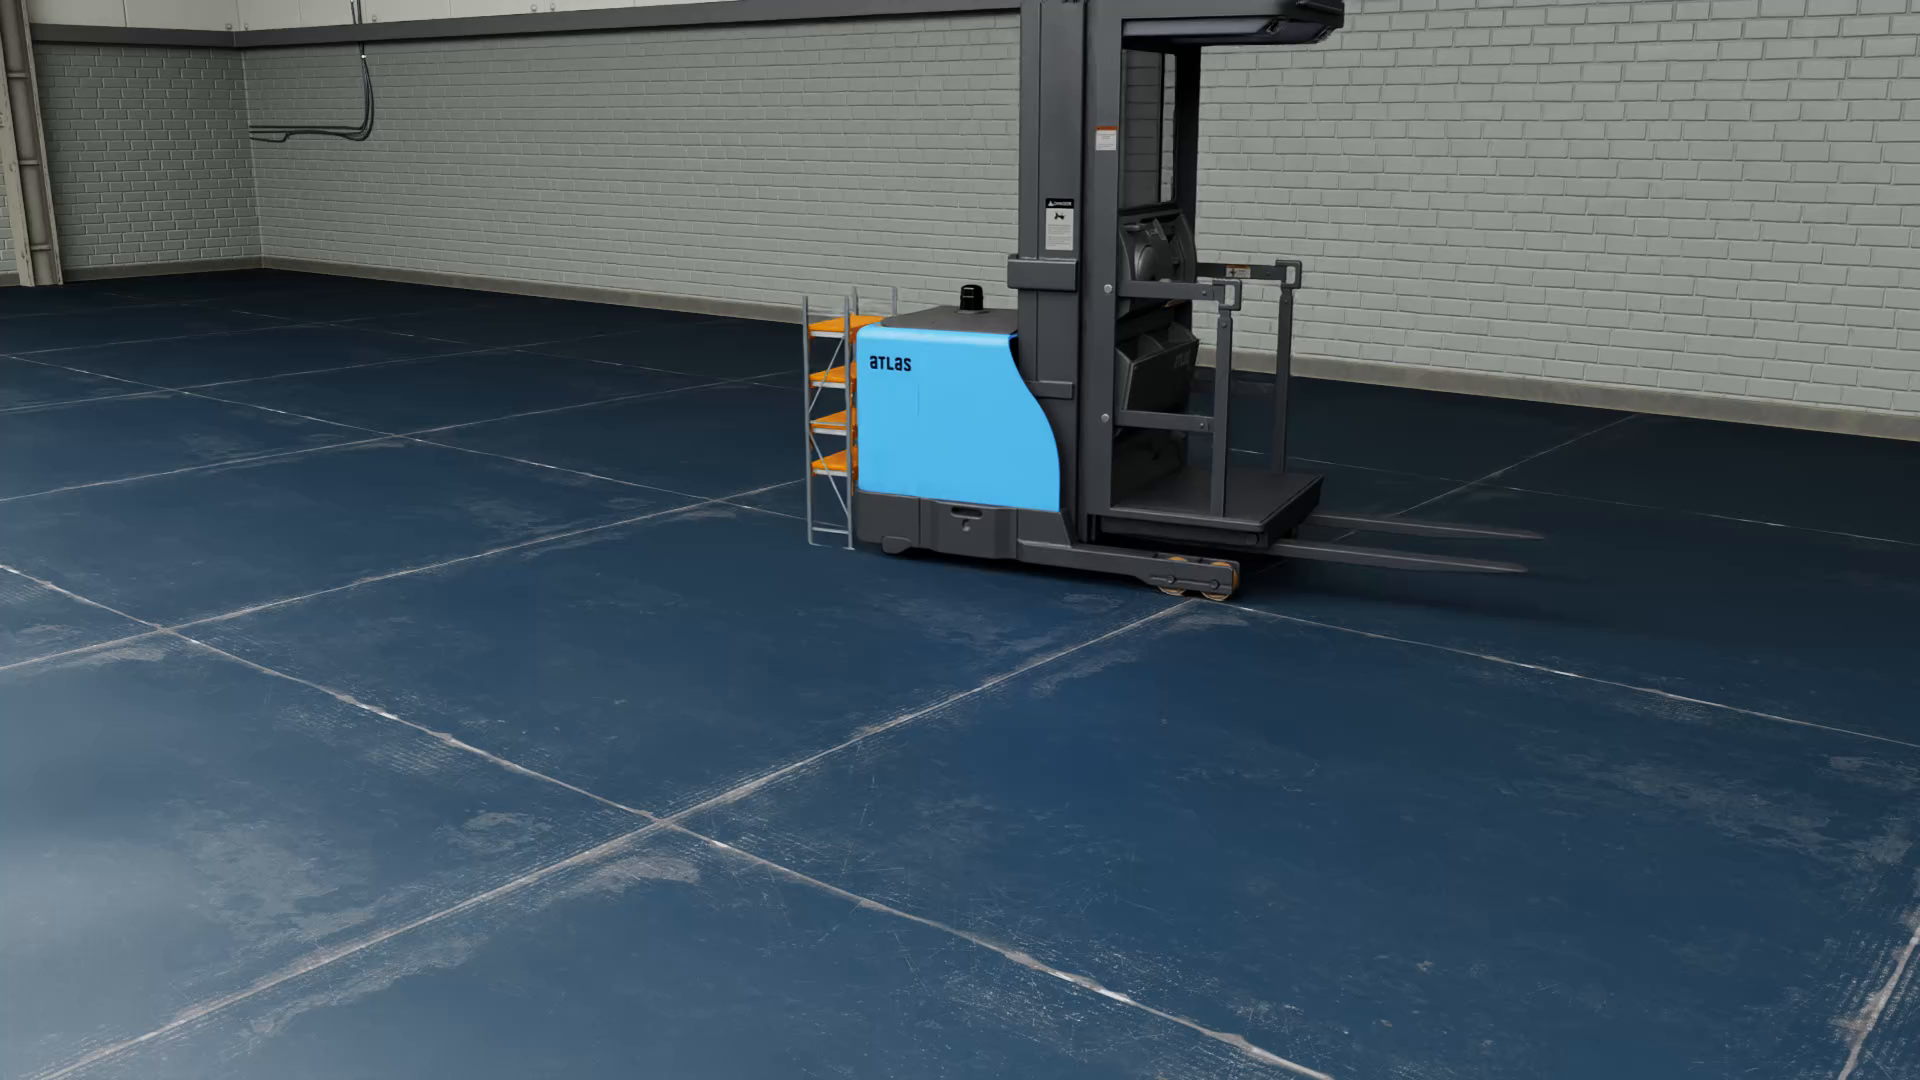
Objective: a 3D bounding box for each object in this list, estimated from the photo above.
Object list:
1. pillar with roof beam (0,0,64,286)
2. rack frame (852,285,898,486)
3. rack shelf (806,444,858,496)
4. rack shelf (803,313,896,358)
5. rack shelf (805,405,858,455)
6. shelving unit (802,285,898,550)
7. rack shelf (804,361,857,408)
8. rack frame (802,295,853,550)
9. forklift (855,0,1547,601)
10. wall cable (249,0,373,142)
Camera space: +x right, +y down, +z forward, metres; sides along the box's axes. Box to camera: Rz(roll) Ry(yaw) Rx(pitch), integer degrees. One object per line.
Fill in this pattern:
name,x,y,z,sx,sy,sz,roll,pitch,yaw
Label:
pillar with roof beam,-8.002,-6.853,16.824,9.100,9.000,0.400,11,18,38
rack frame,-0.416,-0.656,8.269,0.240,1.200,0.015,6,16,24
rack shelf,-0.519,-0.344,8.120,0.258,0.148,0.480,6,16,24
rack shelf,-0.519,-0.982,7.957,0.258,0.148,0.480,6,16,24
rack shelf,-0.519,-0.536,8.071,0.258,0.148,0.480,6,16,24
shelving unit,-0.519,-0.602,8.054,0.258,1.200,0.503,6,16,24
rack shelf,-0.519,-0.753,8.016,0.258,0.148,0.480,6,16,24
rack frame,-0.621,-0.547,7.840,0.240,1.200,0.015,6,16,24
forklift,1.065,-1.310,7.326,3.031,2.935,1.130,7,16,24
wall cable,-8.471,-6.374,21.244,3.097,2.526,0.112,11,18,38
